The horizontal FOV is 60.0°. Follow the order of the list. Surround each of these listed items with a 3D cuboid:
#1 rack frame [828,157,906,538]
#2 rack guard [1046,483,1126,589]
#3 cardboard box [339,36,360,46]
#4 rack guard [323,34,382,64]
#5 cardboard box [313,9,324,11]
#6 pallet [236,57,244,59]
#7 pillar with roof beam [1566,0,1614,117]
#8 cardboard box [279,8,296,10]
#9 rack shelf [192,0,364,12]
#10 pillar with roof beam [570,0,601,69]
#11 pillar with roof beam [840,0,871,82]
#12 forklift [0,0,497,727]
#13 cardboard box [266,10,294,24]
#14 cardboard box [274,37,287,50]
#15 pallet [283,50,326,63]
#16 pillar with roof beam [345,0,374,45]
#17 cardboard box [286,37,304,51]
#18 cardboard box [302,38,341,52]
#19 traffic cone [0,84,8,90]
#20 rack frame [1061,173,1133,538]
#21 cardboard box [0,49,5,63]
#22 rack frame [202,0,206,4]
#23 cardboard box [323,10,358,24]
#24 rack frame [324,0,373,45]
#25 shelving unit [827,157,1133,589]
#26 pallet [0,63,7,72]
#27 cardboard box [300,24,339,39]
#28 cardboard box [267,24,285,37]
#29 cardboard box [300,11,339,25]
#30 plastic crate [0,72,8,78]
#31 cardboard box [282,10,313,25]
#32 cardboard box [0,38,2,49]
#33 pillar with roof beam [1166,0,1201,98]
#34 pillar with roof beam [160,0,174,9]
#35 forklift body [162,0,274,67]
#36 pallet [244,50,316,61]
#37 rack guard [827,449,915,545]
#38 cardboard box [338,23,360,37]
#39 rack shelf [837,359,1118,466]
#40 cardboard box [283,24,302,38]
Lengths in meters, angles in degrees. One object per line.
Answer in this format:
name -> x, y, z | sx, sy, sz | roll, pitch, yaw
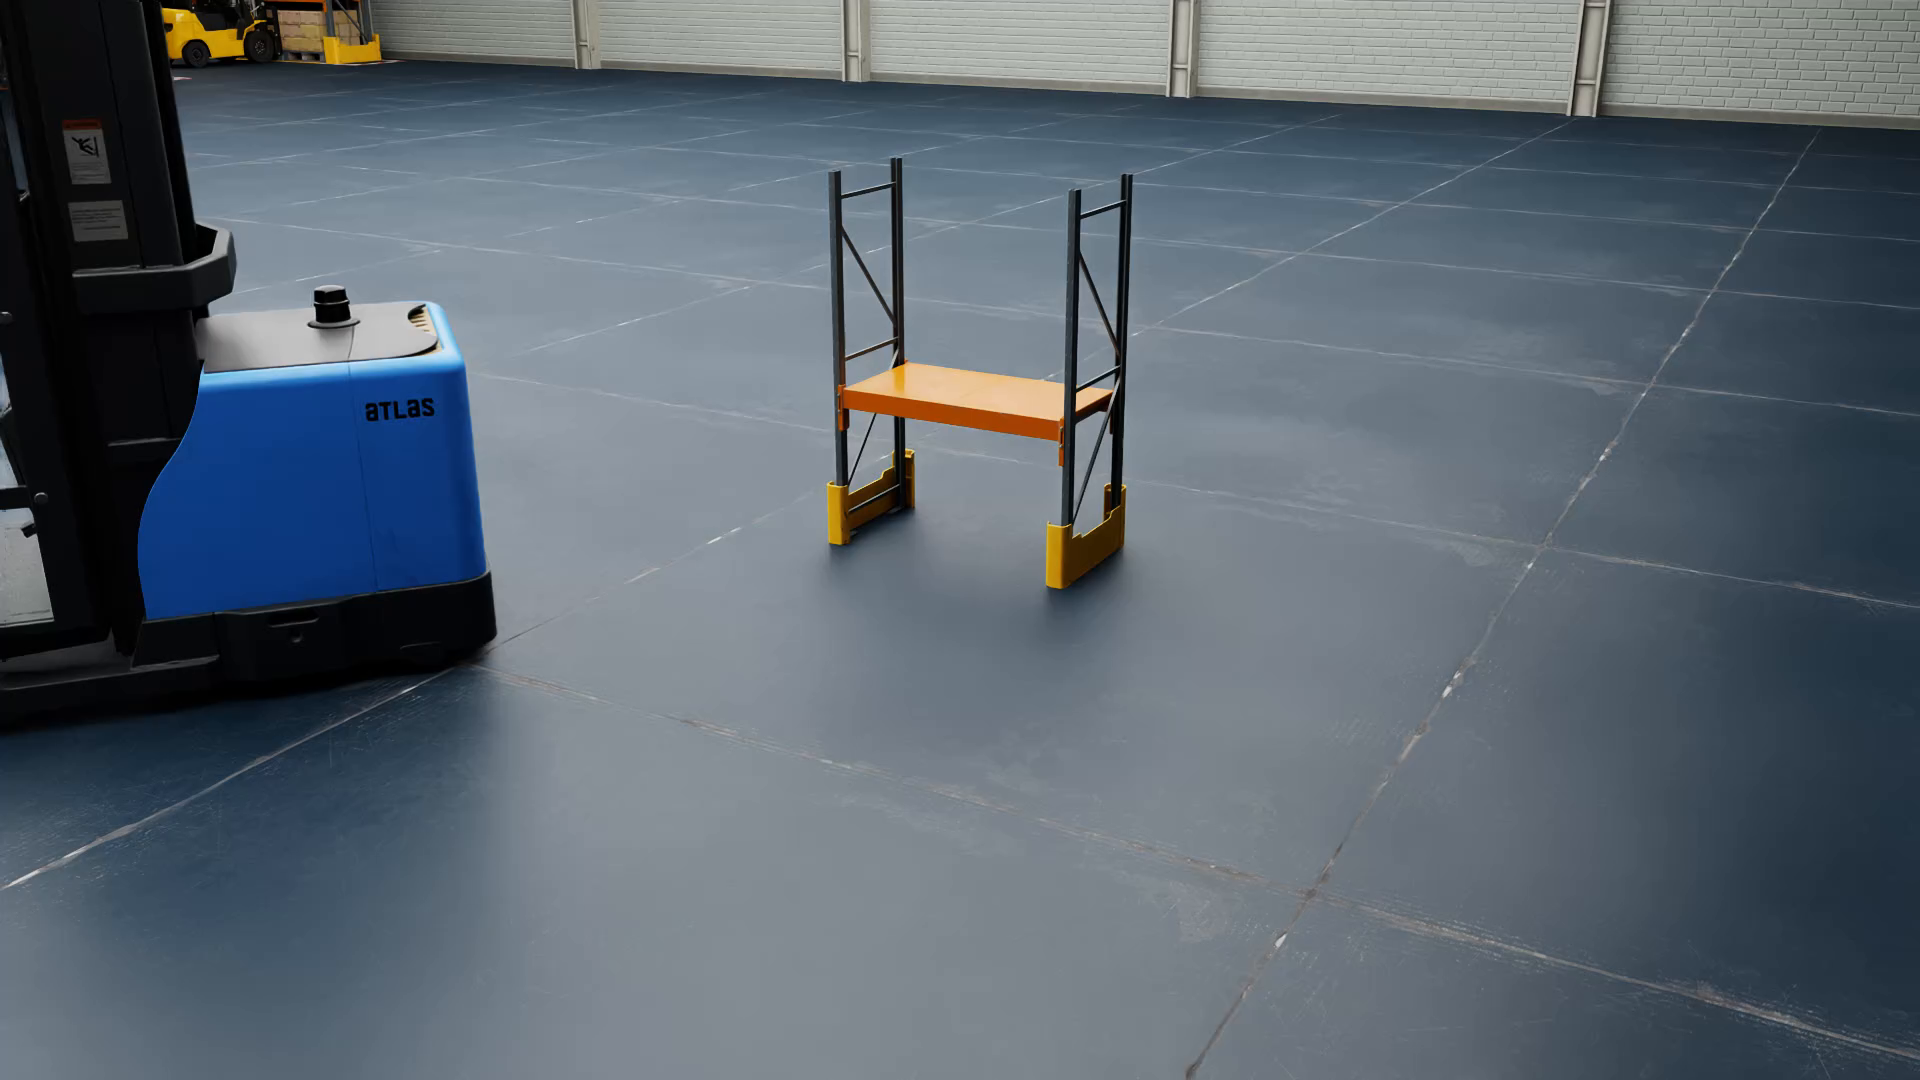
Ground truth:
rack frame -> -0.369, -0.775, 6.803 | 0.032, 1.500, 0.500 | 11, 23, 27
rack guard -> 0.501, -0.022, 6.559 | 0.087, 0.250, 0.587 | 11, 23, 27
cardboard box -> -12.425, -9.987, 33.414 | 0.500, 0.250, 0.500 | 11, 23, 28
rack guard -> -12.071, -9.763, 33.046 | 0.348, 0.500, 1.175 | 11, 23, 27
cardboard box -> -12.857, -10.535, 33.460 | 0.500, 0.250, 0.500 | 11, 23, 27
pallet -> -14.910, -10.152, 34.541 | 1.213, 0.211, 1.003 | 11, 23, 27
pillar with roof beam -> 6.593, -8.873, 18.131 | 0.400, 9.000, 9.100 | 11, 23, 27
cardboard box -> -13.733, -10.709, 33.938 | 0.500, 0.250, 0.500 | 10, 22, 26
rack shelf -> -13.838, -10.936, 33.671 | 4.000, 0.370, 1.077 | 11, 23, 27
pillar with roof beam -> -9.122, -11.867, 26.383 | 0.400, 9.000, 9.100 | 11, 23, 27
pillar with roof beam -> -3.884, -10.869, 23.632 | 0.400, 9.000, 9.100 | 11, 23, 27
forklift -> -3.172, -0.940, 5.158 | 3.031, 2.935, 1.130 | -7, 21, -19
cardboard box -> -13.540, -10.465, 33.265 | 0.500, 0.250, 0.500 | 11, 23, 28
cardboard box -> -13.518, -10.002, 33.457 | 0.500, 0.250, 0.500 | 11, 23, 28
pallet -> -12.780, -9.746, 33.423 | 1.213, 0.211, 1.003 | 11, 23, 27
pillar with roof beam -> -14.360, -12.865, 29.134 | 0.400, 9.000, 9.100 | 11, 23, 27
cardboard box -> -13.086, -9.916, 33.220 | 0.500, 0.250, 0.500 | 11, 23, 27
cardboard box -> -12.656, -9.831, 32.984 | 0.500, 0.250, 0.500 | 11, 23, 28
traffic cone -> -15.758, -7.572, 27.060 | 0.334, 0.463, 0.336 | 11, 23, 27
rack frame -> 0.518, -0.606, 6.337 | 0.032, 1.500, 0.500 | 11, 23, 27
cardboard box -> -17.147, -8.770, 30.059 | 0.500, 0.250, 0.500 | 12, 23, 30
rack frame -> -15.584, -11.607, 34.465 | 0.127, 3.000, 1.000 | 11, 23, 27
cardboard box -> -12.419, -10.453, 33.233 | 0.500, 0.250, 0.500 | 10, 22, 26
rack frame -> -12.092, -10.942, 32.631 | 0.127, 3.000, 1.000 | 11, 23, 27
shelving unit -> 0.067, -0.692, 6.574 | 1.083, 1.500, 0.587 | 11, 23, 27
pallet -> -17.398, -8.717, 30.586 | 1.213, 0.211, 1.003 | 11, 23, 27
cardboard box -> -12.669, -10.070, 32.910 | 0.500, 0.250, 0.500 | 10, 22, 27
cardboard box -> -13.563, -10.236, 33.368 | 0.500, 0.250, 0.500 | 10, 22, 26
cardboard box -> -12.646, -10.301, 32.813 | 0.500, 0.250, 0.500 | 12, 23, 29
plastic crate -> -17.031, -8.251, 29.495 | 0.583, 0.080, 0.402 | 3, 20, 9
cardboard box -> -13.095, -10.384, 33.042 | 0.500, 0.250, 0.500 | 11, 23, 28
cardboard box -> -17.145, -9.122, 29.931 | 0.500, 0.500, 0.500 | 12, 23, 29
pillar with roof beam -> 1.355, -9.871, 20.882 | 0.400, 9.000, 9.100 | 11, 23, 27
pillar with roof beam -> -19.598, -13.862, 31.885 | 0.400, 9.000, 9.100 | 11, 23, 27
forklift body -> -14.637, -10.315, 32.148 | 1.214, 2.155, 2.313 | 11, 23, 27
pallet -> -13.841, -9.949, 33.983 | 1.213, 0.211, 1.003 | 11, 23, 27
rack guard -> -0.368, -0.188, 7.016 | 0.087, 0.250, 0.587 | 11, 23, 27
cardboard box -> -12.401, -10.222, 33.329 | 0.500, 0.250, 0.500 | 11, 23, 28
rack shelf -> 0.074, -0.522, 6.632 | 1.000, 0.185, 0.538 | 11, 23, 27
cardboard box -> -13.102, -10.156, 33.148 | 0.500, 0.250, 0.500 | 11, 22, 27
